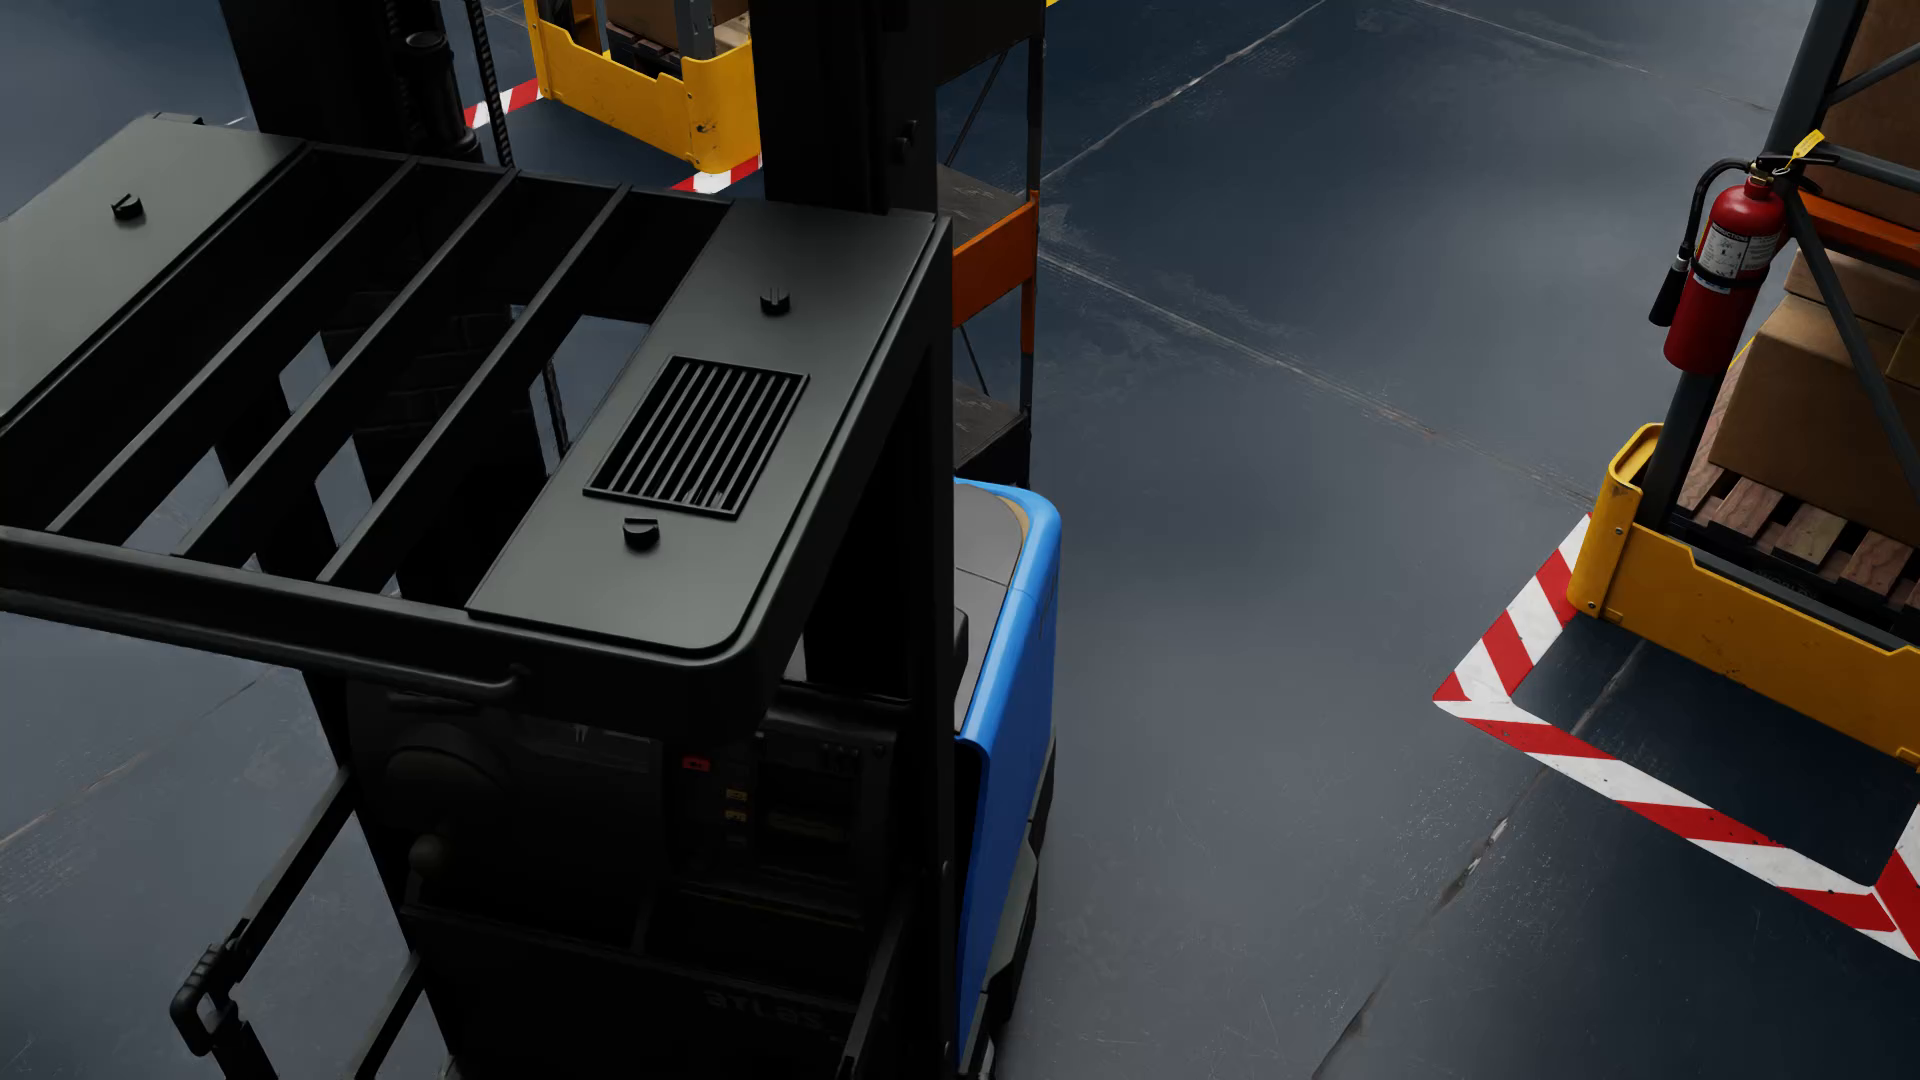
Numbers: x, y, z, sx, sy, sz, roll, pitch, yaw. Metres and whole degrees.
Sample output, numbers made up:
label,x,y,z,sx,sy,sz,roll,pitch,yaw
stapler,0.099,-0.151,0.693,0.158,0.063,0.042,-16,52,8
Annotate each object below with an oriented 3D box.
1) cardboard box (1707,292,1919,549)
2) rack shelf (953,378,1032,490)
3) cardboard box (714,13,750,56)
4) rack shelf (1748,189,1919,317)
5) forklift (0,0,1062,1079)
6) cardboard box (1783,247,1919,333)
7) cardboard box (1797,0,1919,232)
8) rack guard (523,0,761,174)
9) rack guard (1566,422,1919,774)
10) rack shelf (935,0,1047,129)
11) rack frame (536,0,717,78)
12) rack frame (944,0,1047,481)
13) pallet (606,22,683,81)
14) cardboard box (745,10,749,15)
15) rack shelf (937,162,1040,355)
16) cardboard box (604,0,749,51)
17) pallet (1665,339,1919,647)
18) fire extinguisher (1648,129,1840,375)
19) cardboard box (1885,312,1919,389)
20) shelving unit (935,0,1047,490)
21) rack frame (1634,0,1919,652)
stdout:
label,x,y,z,sx,sy,sz,roll,pitch,yaw
cardboard box,2.764,-0.409,5.016,0.700,0.500,0.500,29,50,28
rack shelf,-0.107,-0.164,4.930,0.431,0.518,0.480,29,50,28
cardboard box,-0.871,-2.092,7.114,0.380,0.149,0.250,29,50,28
rack shelf,3.678,-1.538,5.247,1.077,0.370,4.000,29,50,28
forklift,-0.607,0.486,2.537,1.130,2.935,3.031,9,43,10
cardboard box,2.707,-0.794,4.957,0.380,0.149,0.250,29,50,28
cardboard box,2.711,-1.153,4.065,0.980,0.700,0.700,32,51,30
rack guard,-1.355,-2.032,7.113,1.175,0.500,0.348,29,50,28
rack guard,2.375,0.162,4.700,1.175,0.500,0.348,29,50,28
rack shelf,-0.107,-1.199,3.988,0.431,0.518,0.480,29,50,28
rack frame,-1.404,-2.918,6.229,1.000,3.000,0.127,29,50,28
rack frame,0.050,-0.817,4.588,0.400,2.100,0.015,29,50,28
pallet,-0.842,-2.336,7.662,1.003,0.211,1.213,29,50,28
cardboard box,-0.710,-2.228,7.249,0.380,0.166,0.250,29,50,28
rack shelf,-0.107,-0.682,4.459,0.431,0.518,0.480,29,50,28
cardboard box,-1.242,-2.542,7.347,0.500,0.500,0.500,29,50,28
pallet,2.845,-0.189,5.301,1.003,0.211,1.213,29,50,28
fire extinguisher,1.940,-0.730,4.158,0.296,0.674,0.183,29,50,28
cardboard box,2.837,-0.498,4.632,0.380,0.149,0.250,30,50,29
shelving unit,-0.107,-0.692,4.450,0.431,2.100,0.503,29,50,28
rack frame,2.390,-0.775,3.872,1.000,3.000,0.127,29,50,28
